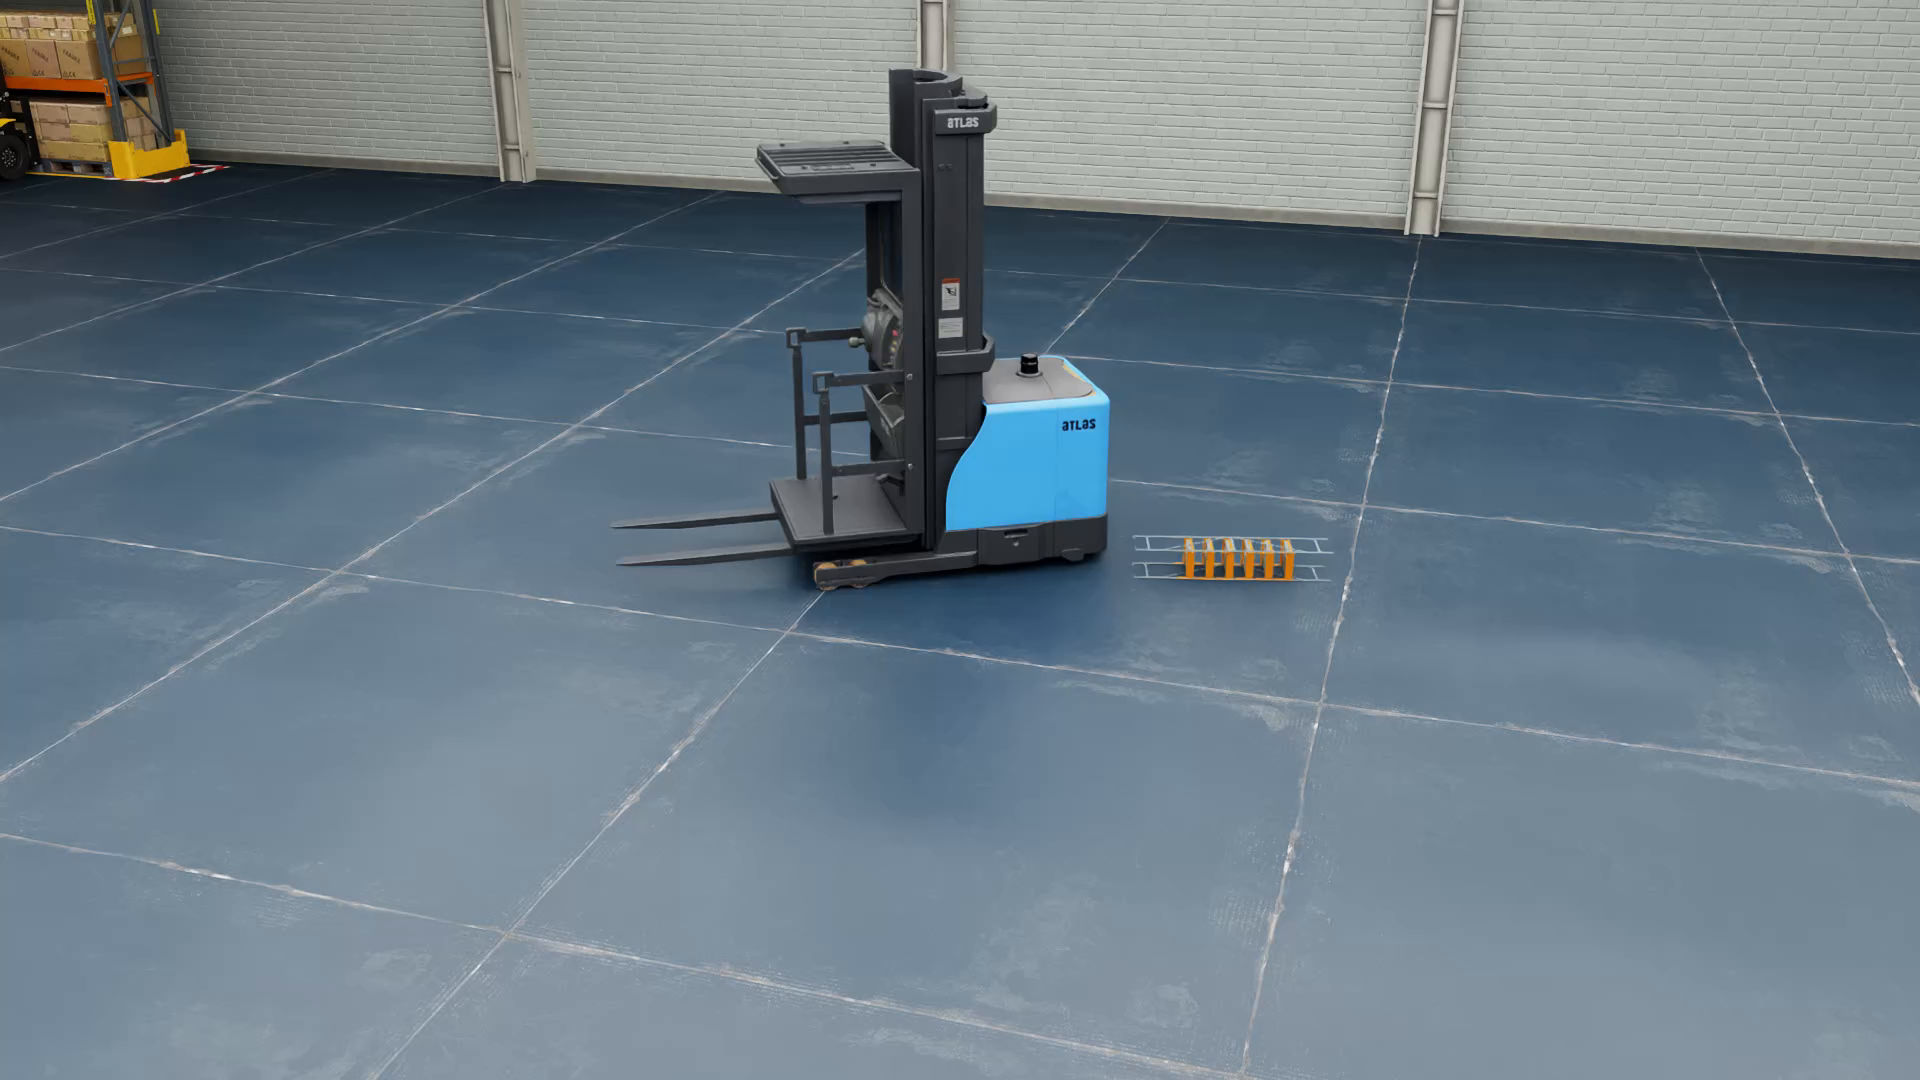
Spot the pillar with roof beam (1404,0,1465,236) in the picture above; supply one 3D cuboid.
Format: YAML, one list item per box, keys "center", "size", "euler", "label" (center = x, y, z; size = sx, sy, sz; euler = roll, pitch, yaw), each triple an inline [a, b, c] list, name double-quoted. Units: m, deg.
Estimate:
- center: [4.199, -6.219, 14.075]
  size: [0.400, 9.000, 9.100]
  euler: [7, 23, 16]
  label: "pillar with roof beam"

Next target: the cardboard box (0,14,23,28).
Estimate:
- center: [-13.038, -7.128, 22.815]
  size: [0.250, 0.149, 0.380]
  euler: [7, 23, 17]
  label: "cardboard box"

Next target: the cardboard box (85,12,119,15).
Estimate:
- center: [-11.880, -7.228, 23.059]
  size: [0.250, 0.149, 0.380]
  euler: [7, 23, 17]
  label: "cardboard box"

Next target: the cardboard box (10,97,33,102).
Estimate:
- center: [-13.374, -6.063, 23.351]
  size: [0.500, 0.250, 0.500]
  euler: [6, 23, 14]
  label: "cardboard box"

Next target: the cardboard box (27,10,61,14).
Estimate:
- center: [-12.856, -7.357, 23.376]
  size: [0.250, 0.149, 0.380]
  euler: [6, 23, 14]
  label: "cardboard box"

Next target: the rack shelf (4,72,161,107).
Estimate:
- center: [-13.298, -6.464, 23.523]
  size: [4.000, 0.370, 1.077]
  euler: [7, 23, 16]
  label: "rack shelf"

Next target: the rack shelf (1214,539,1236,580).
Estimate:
- center: [1.628, 0.112, 10.242]
  size: [0.103, 0.180, 0.258]
  euler: [1, 22, 2]
  label: "rack shelf"

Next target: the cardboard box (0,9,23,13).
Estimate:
- center: [-13.370, -7.383, 23.439]
  size: [0.250, 0.149, 0.380]
  euler: [7, 23, 17]
  label: "cardboard box"

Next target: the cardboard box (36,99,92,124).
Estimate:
- center: [-12.405, -5.953, 23.083]
  size: [0.500, 0.250, 0.500]
  euler: [7, 23, 16]
  label: "cardboard box"

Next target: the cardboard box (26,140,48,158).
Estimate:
- center: [-12.874, -5.552, 23.423]
  size: [0.500, 0.250, 0.500]
  euler: [7, 23, 16]
  label: "cardboard box"

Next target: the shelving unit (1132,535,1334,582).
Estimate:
- center: [1.672, 0.113, 10.240]
  size: [1.200, 0.189, 0.258]
  euler: [1, 22, 2]
  label: "shelving unit"

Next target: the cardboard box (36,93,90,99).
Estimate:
- center: [-12.744, -6.196, 23.674]
  size: [0.500, 0.250, 0.500]
  euler: [6, 23, 15]
  label: "cardboard box"

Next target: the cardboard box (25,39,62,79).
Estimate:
- center: [-12.425, -6.642, 22.879]
  size: [0.500, 0.500, 0.500]
  euler: [7, 23, 17]
  label: "cardboard box"

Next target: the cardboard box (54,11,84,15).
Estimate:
- center: [-12.374, -7.273, 23.170]
  size: [0.250, 0.149, 0.380]
  euler: [7, 23, 16]
  label: "cardboard box"

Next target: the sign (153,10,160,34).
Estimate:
- center: [-11.218, -7.216, 23.163]
  size: [0.005, 0.325, 0.100]
  euler: [7, 23, 16]
  label: "sign"

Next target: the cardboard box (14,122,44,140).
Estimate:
- center: [-12.917, -5.778, 23.316]
  size: [0.500, 0.250, 0.500]
  euler: [6, 23, 14]
  label: "cardboard box"

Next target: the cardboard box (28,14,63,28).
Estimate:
- center: [-12.508, -7.113, 22.780]
  size: [0.250, 0.149, 0.380]
  euler: [7, 23, 16]
  label: "cardboard box"

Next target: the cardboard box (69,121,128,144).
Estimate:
- center: [-11.940, -5.671, 23.053]
  size: [0.500, 0.250, 0.500]
  euler: [6, 23, 15]
  label: "cardboard box"

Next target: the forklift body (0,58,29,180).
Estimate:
- center: [-13.726, -5.730, 21.904]
  size: [1.214, 2.155, 2.313]
  euler: [7, 23, 16]
  label: "forklift body"

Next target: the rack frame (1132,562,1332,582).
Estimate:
- center: [1.672, 0.197, 10.275]
  size: [1.200, 0.006, 0.240]
  euler: [1, 22, 2]
  label: "rack frame"

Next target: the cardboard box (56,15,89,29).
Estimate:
- center: [-12.033, -7.040, 22.601]
  size: [0.250, 0.149, 0.380]
  euler: [7, 23, 16]
  label: "cardboard box"

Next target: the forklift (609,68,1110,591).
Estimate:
- center: [-0.650, -1.269, 10.003]
  size: [3.031, 2.935, 1.130]
  euler: [-6, 23, -13]
  label: "forklift"

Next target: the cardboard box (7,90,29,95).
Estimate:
- center: [-13.716, -6.307, 23.944]
  size: [0.500, 0.250, 0.500]
  euler: [7, 23, 16]
  label: "cardboard box"

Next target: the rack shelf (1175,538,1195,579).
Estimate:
- center: [1.388, 0.108, 10.251]
  size: [0.103, 0.180, 0.258]
  euler: [1, 22, 2]
  label: "rack shelf"

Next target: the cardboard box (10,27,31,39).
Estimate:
- center: [-12.784, -6.971, 22.826]
  size: [0.250, 0.149, 0.380]
  euler: [6, 23, 14]
  label: "cardboard box"

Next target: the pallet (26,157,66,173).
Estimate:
- center: [-13.292, -5.490, 23.877]
  size: [1.213, 0.211, 1.003]
  euler: [7, 23, 15]
  label: "pallet"

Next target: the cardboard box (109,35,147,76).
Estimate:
- center: [-11.778, -6.779, 23.212]
  size: [0.500, 0.500, 0.500]
  euler: [7, 23, 17]
  label: "cardboard box"

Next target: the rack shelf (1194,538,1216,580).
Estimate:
- center: [1.508, 0.110, 10.246]
  size: [0.103, 0.180, 0.258]
  euler: [1, 22, 2]
  label: "rack shelf"

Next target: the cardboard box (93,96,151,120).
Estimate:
- center: [-11.789, -6.084, 23.401]
  size: [0.500, 0.250, 0.500]
  euler: [6, 23, 15]
  label: "cardboard box"

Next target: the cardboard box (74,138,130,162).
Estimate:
- center: [-11.925, -5.436, 23.140]
  size: [0.500, 0.250, 0.500]
  euler: [7, 23, 16]
  label: "cardboard box"

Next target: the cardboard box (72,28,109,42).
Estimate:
- center: [-11.796, -6.860, 22.555]
  size: [0.250, 0.149, 0.380]
  euler: [7, 23, 16]
  label: "cardboard box"

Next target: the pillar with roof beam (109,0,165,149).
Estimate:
- center: [-13.033, -8.193, 18.885]
  size: [0.400, 9.000, 9.100]
  euler: [7, 23, 16]
  label: "pillar with roof beam"

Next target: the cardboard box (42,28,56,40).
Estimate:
- center: [-12.280, -6.928, 22.720]
  size: [0.250, 0.149, 0.380]
  euler: [7, 23, 17]
  label: "cardboard box"
